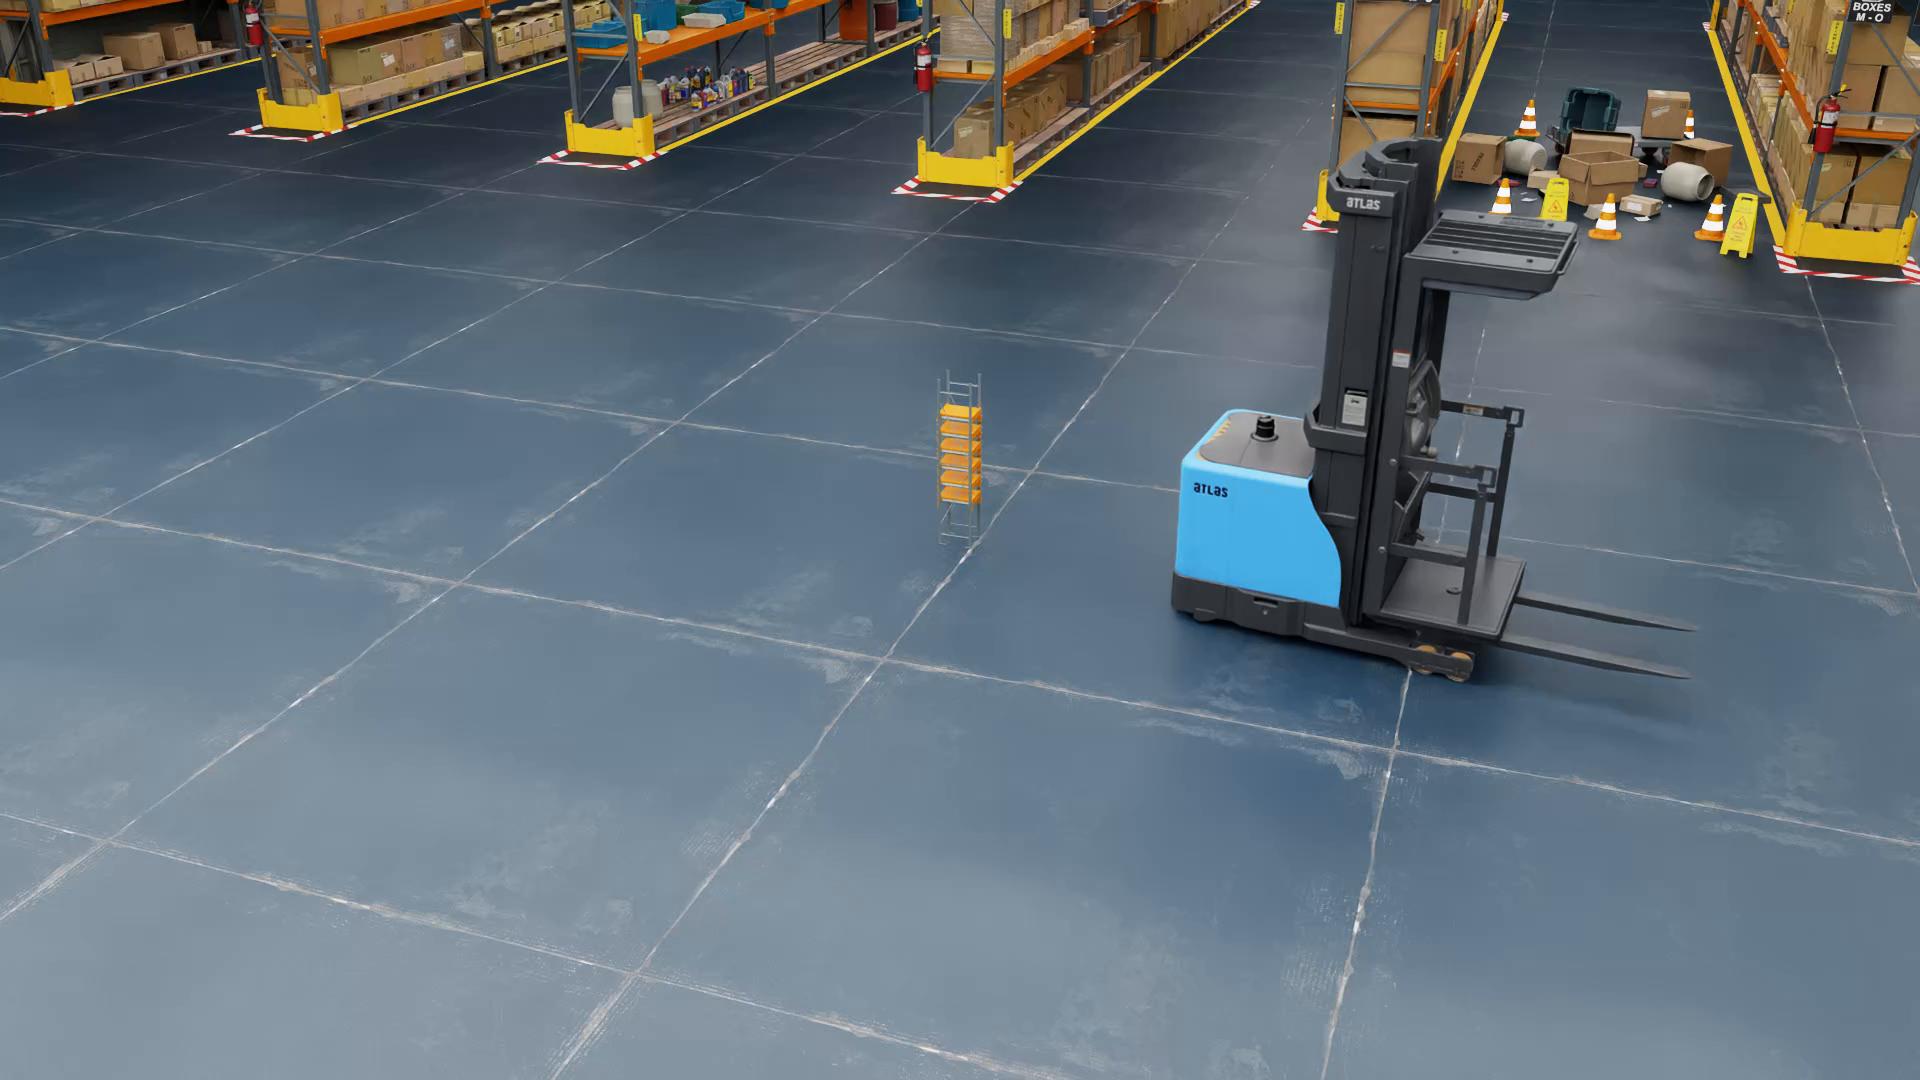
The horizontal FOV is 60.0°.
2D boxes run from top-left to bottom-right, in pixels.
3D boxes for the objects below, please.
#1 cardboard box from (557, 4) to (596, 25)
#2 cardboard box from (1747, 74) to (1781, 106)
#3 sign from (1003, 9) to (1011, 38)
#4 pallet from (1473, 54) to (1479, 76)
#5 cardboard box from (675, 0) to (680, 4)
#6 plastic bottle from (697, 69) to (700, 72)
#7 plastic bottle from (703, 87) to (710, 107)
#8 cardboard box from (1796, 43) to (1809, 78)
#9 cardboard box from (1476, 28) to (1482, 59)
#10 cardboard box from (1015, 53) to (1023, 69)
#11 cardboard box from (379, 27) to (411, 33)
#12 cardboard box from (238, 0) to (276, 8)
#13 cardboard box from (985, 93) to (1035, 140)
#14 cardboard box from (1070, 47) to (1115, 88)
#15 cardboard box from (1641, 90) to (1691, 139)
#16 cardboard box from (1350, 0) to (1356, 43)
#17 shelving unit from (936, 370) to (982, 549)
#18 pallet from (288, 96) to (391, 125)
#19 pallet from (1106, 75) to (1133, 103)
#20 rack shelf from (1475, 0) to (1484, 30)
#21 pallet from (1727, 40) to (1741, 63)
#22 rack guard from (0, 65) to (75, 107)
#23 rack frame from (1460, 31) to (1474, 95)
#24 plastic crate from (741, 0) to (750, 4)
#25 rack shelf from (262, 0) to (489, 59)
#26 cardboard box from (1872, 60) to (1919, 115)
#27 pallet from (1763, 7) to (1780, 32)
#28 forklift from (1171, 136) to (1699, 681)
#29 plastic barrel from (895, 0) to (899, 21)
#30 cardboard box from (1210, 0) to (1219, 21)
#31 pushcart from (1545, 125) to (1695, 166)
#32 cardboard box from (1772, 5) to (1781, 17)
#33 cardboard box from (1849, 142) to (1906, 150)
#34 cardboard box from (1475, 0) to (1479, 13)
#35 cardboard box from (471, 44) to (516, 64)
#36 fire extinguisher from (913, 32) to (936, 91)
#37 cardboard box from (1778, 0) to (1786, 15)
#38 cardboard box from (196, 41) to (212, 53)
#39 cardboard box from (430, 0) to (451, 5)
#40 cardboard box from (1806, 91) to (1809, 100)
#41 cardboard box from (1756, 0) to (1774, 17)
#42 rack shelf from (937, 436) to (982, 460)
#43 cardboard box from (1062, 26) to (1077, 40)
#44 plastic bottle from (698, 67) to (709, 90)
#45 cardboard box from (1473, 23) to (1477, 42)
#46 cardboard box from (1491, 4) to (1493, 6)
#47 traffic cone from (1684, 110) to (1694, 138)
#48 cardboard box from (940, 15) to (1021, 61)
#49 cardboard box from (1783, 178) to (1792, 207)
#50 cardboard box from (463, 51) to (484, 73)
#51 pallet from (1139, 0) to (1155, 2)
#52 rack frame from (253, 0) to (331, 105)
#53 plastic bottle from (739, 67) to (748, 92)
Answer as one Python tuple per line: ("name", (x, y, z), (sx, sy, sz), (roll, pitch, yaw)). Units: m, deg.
("cardboard box", (-6.746, -9.245, 29.155), (0.500, 0.311, 0.500), (8, 27, 17))
("cardboard box", (11.851, -6.407, 23.797), (0.950, 0.372, 0.625), (7, 27, 14))
("sign", (0.553, -6.092, 19.620), (0.100, 0.325, 0.005), (9, 27, 17))
("pallet", (8.016, -7.873, 27.492), (1.003, 0.211, 1.213), (9, 27, 17))
("cardboard box", (-5.707, -10.361, 31.795), (0.500, 0.500, 0.500), (8, 27, 16))
("plastic bottle", (-3.899, -6.911, 24.925), (0.152, 0.276, 0.135), (10, 27, 19))
("plastic bottle", (-3.618, -6.310, 23.689), (0.097, 0.271, 0.097), (0, 26, 0))
("cardboard box", (9.984, -5.612, 19.166), (0.500, 0.500, 0.500), (9, 27, 17))
("cardboard box", (8.324, -8.254, 27.465), (0.500, 0.500, 0.500), (8, 27, 16))
("cardboard box", (0.560, -5.951, 20.610), (0.380, 0.149, 0.250), (9, 27, 17))
("cardboard box", (-8.750, -7.595, 25.532), (0.500, 0.500, 0.500), (9, 27, 17))
("cardboard box", (-12.268, -9.476, 29.106), (0.500, 0.250, 0.500), (8, 27, 16))
("cardboard box", (0.658, -5.604, 21.992), (0.500, 0.500, 0.500), (11, 28, 22))
("cardboard box", (1.959, -7.170, 25.203), (0.700, 0.500, 0.500), (6, 27, 13))
("cardboard box", (9.029, -5.449, 21.285), (0.500, 0.500, 0.500), (9, 27, 17))
("cardboard box", (4.941, -5.960, 18.929), (0.875, 0.550, 0.550), (9, 27, 17))
("shelving unit", (-0.005, -0.534, 11.200), (0.258, 1.200, 0.189), (9, 27, 17))
("pallet", (-9.084, -6.284, 24.210), (1.003, 0.211, 1.213), (9, 27, 17))
("pallet", (2.034, -6.993, 25.674), (1.003, 0.211, 1.213), (9, 27, 17))
("rack shelf", (8.013, -8.806, 27.044), (1.077, 0.370, 4.000), (9, 27, 17))
("pallet", (13.707, -8.321, 28.417), (1.003, 0.211, 1.213), (9, 27, 17))
("rack guard", (-13.946, -6.842, 25.031), (1.175, 0.500, 0.348), (9, 27, 17))
("rack frame", (7.347, -8.307, 25.189), (1.000, 3.000, 0.127), (9, 27, 17))
("plastic crate", (-3.426, -8.415, 25.338), (0.402, 0.464, 0.583), (9, 27, 17))
("rack shelf", (-8.634, -7.717, 24.795), (1.077, 0.370, 4.000), (9, 27, 17))
("cardboard box", (9.806, -4.677, 17.235), (0.500, 0.500, 0.500), (8, 27, 17))
("pallet", (11.912, -7.236, 23.198), (1.213, 0.211, 1.003), (9, 27, 17))
("forklift", (2.886, -0.755, 9.669), (3.031, 2.935, 1.130), (12, 28, 23))
("plastic barrel", (-1.341, -9.768, 30.580), (0.421, 0.512, 0.421), (0, 26, 0))
("cardboard box", (4.330, -10.204, 31.063), (0.875, 0.875, 0.875), (9, 27, 17))
("pushcart", (8.551, -5.117, 21.609), (1.648, 0.377, 0.936), (0, 26, -1))
("cardboard box", (11.394, -7.273, 22.860), (0.380, 0.149, 0.250), (9, 27, 18))
("cardboard box", (10.093, -4.149, 18.414), (0.500, 0.500, 0.500), (8, 27, 16))
("cardboard box", (7.451, -8.128, 24.705), (0.500, 0.500, 0.500), (9, 27, 17))
("cardboard box", (-7.600, -7.944, 27.112), (0.500, 0.250, 0.500), (8, 27, 16))
("fire extinguisher", (-0.431, -5.766, 20.028), (0.296, 0.674, 0.183), (9, 27, 17))
("cardboard box", (11.170, -7.209, 21.982), (0.500, 0.500, 0.500), (8, 27, 15))
("cardboard box", (-12.790, -8.278, 27.875), (0.380, 0.166, 0.250), (5, 26, 11))
("cardboard box", (-8.279, -8.507, 25.486), (0.700, 0.500, 0.500), (8, 27, 17))
("cardboard box", (9.669, -4.951, 18.545), (0.380, 0.149, 0.250), (8, 27, 17))
("cardboard box", (11.972, -7.809, 24.332), (0.500, 0.250, 0.500), (8, 27, 16))
("rack shelf", (-0.005, -0.602, 11.167), (0.258, 0.103, 0.180), (9, 27, 17))
("cardboard box", (1.368, -6.866, 22.501), (0.380, 0.149, 0.250), (9, 27, 17))
("plastic bottle", (-3.822, -6.856, 24.727), (0.144, 0.351, 0.185), (9, 27, 17))
("cardboard box", (7.805, -7.957, 25.992), (0.500, 0.250, 0.500), (8, 27, 15))
("cardboard box", (9.669, -9.845, 30.814), (0.380, 0.149, 0.250), (10, 28, 20))
("traffic cone", (9.810, -5.558, 22.422), (0.336, 0.463, 0.334), (9, 27, 17))
("cardboard box", (0.250, -6.182, 20.343), (0.875, 0.500, 0.500), (9, 27, 17))
("cardboard box", (9.582, -3.878, 18.714), (0.500, 0.250, 0.500), (9, 27, 18))
("cardboard box", (-7.916, -7.592, 26.385), (0.500, 0.250, 0.500), (9, 27, 17))
("pallet", (2.567, -8.674, 26.166), (1.213, 0.211, 1.003), (9, 27, 17))
("rack frame", (-9.299, -7.219, 22.941), (1.000, 3.000, 0.127), (9, 27, 17))
("plastic bottle", (-3.241, -6.842, 24.698), (0.144, 0.351, 0.185), (8, 27, 16))
